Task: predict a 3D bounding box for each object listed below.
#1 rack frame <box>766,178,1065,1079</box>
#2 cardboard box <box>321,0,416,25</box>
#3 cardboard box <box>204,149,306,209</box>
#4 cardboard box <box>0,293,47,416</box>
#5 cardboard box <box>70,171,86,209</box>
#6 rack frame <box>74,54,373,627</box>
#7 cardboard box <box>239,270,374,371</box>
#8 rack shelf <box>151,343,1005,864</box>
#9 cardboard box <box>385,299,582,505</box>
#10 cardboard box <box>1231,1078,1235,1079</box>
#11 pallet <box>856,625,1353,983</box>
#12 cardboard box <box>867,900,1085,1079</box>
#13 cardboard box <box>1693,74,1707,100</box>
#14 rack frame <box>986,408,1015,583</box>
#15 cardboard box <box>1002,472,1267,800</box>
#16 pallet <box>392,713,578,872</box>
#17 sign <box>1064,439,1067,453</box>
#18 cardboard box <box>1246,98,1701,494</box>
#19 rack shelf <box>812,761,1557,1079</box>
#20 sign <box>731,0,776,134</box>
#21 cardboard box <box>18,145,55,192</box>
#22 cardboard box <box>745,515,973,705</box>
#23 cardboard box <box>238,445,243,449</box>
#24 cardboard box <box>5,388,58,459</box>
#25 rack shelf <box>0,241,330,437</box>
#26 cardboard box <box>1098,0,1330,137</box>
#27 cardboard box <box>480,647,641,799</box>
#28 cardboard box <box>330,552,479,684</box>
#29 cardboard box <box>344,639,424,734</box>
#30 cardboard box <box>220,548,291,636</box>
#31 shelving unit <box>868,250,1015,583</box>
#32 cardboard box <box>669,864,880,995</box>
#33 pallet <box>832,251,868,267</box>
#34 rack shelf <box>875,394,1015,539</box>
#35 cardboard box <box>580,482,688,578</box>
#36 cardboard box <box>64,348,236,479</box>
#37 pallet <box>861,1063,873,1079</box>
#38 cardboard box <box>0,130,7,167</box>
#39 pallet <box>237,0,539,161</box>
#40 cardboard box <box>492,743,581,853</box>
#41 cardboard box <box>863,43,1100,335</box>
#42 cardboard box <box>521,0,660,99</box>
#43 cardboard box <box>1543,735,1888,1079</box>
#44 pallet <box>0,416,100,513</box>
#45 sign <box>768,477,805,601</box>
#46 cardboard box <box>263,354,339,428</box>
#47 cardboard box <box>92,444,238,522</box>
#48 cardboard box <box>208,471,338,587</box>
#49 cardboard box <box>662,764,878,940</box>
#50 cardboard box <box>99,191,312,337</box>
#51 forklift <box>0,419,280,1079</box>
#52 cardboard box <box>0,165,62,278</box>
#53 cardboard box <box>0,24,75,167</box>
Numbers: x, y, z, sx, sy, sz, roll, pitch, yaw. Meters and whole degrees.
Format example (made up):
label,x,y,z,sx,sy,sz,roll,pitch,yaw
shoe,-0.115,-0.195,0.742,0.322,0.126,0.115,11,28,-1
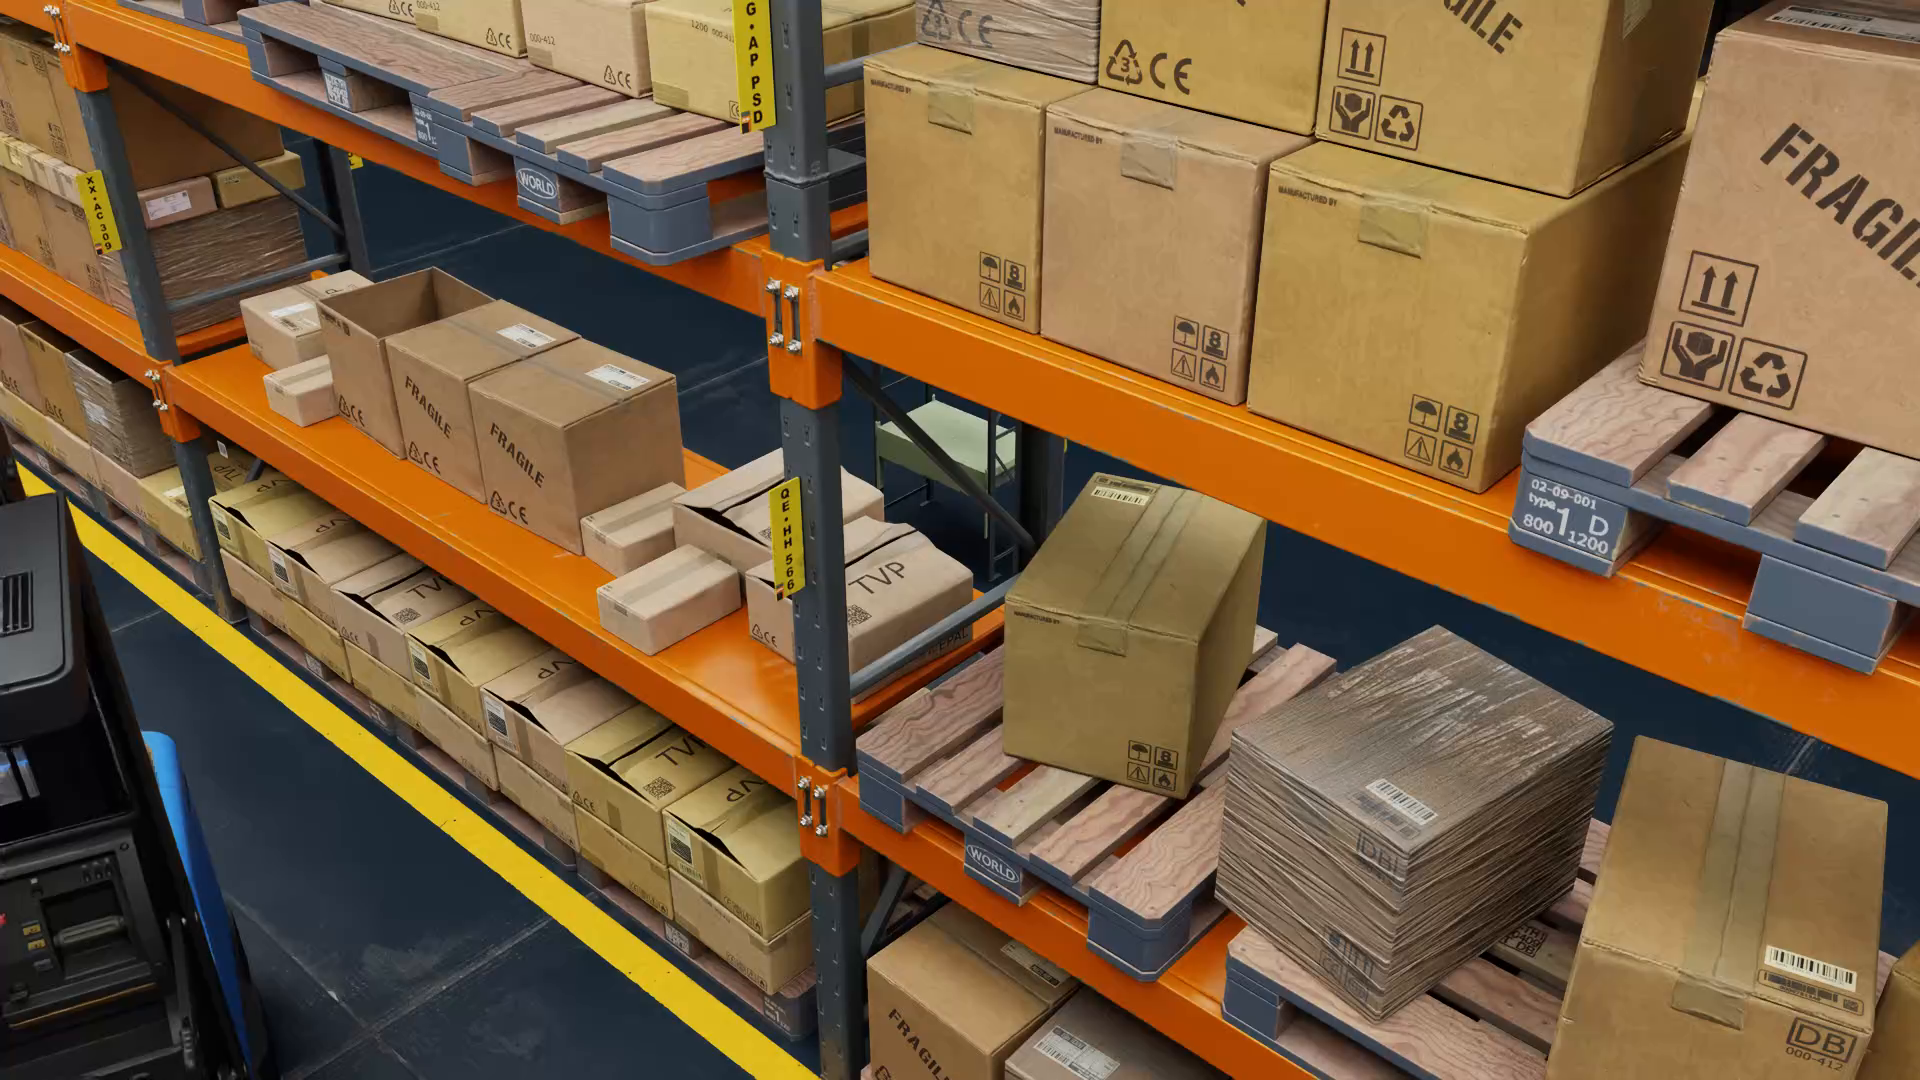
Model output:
label,x,y,z,sx,sy,sz,roll,pitch,yaw
rack frame,-0.068,0.283,4.872,0.127,3.000,1.000,25,39,35
cardboard box,-1.657,-1.817,5.190,0.500,0.250,0.500,21,37,31
cardboard box,-3.103,-1.590,7.256,0.250,0.149,0.380,25,39,35
cardboard box,-4.641,-1.018,8.565,0.500,0.500,0.500,25,39,35
cardboard box,-3.561,-1.521,7.142,0.250,0.149,0.380,24,39,34
rack frame,-3.034,-1.102,7.172,0.127,3.000,1.000,25,39,35
cardboard box,-2.639,-0.884,6.955,0.500,0.250,0.500,-27,40,-37
rack shelf,-1.551,-0.101,6.207,4.000,0.370,1.077,25,39,35
cardboard box,-1.713,-0.517,6.103,0.500,0.500,0.500,25,39,35
cardboard box,0.838,1.786,4.371,0.500,0.500,0.500,24,39,34
pallet,0.482,0.573,4.577,1.003,0.211,1.213,25,39,35
cardboard box,0.078,1.432,4.960,0.500,0.500,0.500,27,40,37
cardboard box,3.438,-1.847,7.278,0.500,0.250,0.500,26,40,36
rack frame,0.266,-0.518,7.657,0.023,1.500,0.400,25,39,35
cardboard box,0.475,0.235,4.448,0.500,0.500,0.700,12,33,19
pallet,-1.552,0.755,6.791,1.213,0.211,1.003,25,39,35
sign,0.289,-0.390,4.944,0.005,0.325,0.100,25,39,35
cardboard box,1.042,-0.551,3.251,0.500,0.500,0.910,25,39,35
rack shelf,1.415,1.283,3.908,4.000,0.370,1.077,25,39,35
sign,-0.446,-1.048,3.597,0.005,0.325,0.100,25,39,35
cardboard box,-3.952,-1.701,7.442,0.250,0.149,0.380,25,39,35
cardboard box,-0.308,0.178,5.132,0.500,0.311,0.500,-27,40,-37
cardboard box,-3.541,-0.555,8.522,0.500,0.250,0.500,25,39,35
cardboard box,-4.640,-0.698,8.759,0.500,0.250,0.500,25,39,35
rack shelf,-4.516,-1.486,8.507,4.000,0.370,1.077,25,39,35
cardboard box,0.629,-1.144,3.267,0.500,0.500,0.500,25,39,35
cardboard box,-1.384,0.600,6.060,0.500,0.311,0.500,25,39,35
cardboard box,-2.142,0.248,6.644,0.500,0.311,0.500,24,38,34
cardboard box,-2.137,0.486,6.793,0.500,0.250,0.500,24,38,34
cardboard box,-2.901,0.131,7.383,0.500,0.250,0.500,24,38,34
shelving unit,-0.005,-0.645,7.867,0.755,1.500,0.431,25,39,35
cardboard box,-0.622,1.192,5.621,0.500,0.250,0.500,26,40,36
pallet,-0.234,-2.022,11.403,1.213,0.211,1.003,25,39,35
rack shelf,-0.005,-0.366,8.035,0.720,0.370,0.431,25,39,35
cardboard box,-1.051,-0.030,5.634,0.380,0.149,0.250,-26,40,-36
cardboard box,-3.887,-0.679,8.002,0.500,0.500,0.500,25,39,35
pallet,0.460,1.750,5.138,1.213,0.211,1.003,25,39,35
cardboard box,-4.319,-1.875,7.730,0.250,0.149,0.380,26,40,36
pallet,-1.462,-1.508,5.122,1.213,0.211,1.003,27,40,37
cardboard box,-1.377,0.840,6.206,0.500,0.250,0.500,26,40,36
cardboard box,0.278,-0.907,3.843,0.500,0.500,0.910,25,39,35
cardboard box,-0.843,-1.428,4.544,0.500,0.250,0.500,26,40,36
cardboard box,1.547,0.856,3.415,0.500,0.500,0.700,15,34,23
pallet,-4.504,-0.621,9.076,1.213,0.211,1.003,25,39,35
sign,-0.438,0.000,4.219,0.005,0.325,0.100,25,39,35
cardboard box,-2.514,-0.609,6.597,0.250,0.149,0.380,25,39,35
cardboard box,-3.888,-0.357,8.194,0.500,0.250,0.500,25,39,35
cardboard box,-2.894,-0.106,7.232,0.500,0.311,0.500,25,39,35
cardboard box,-0.621,0.953,5.473,0.500,0.311,0.500,26,40,36
cardboard box,-3.367,-1.296,7.397,0.500,0.500,0.700,24,38,34
forklift,-2.294,1.033,3.692,1.130,2.935,3.031,-14,34,-22
cardboard box,-4.132,-1.651,7.987,0.500,0.500,0.700,26,39,36
cardboard box,-3.742,-2.026,7.352,0.500,0.500,0.700,25,39,35
